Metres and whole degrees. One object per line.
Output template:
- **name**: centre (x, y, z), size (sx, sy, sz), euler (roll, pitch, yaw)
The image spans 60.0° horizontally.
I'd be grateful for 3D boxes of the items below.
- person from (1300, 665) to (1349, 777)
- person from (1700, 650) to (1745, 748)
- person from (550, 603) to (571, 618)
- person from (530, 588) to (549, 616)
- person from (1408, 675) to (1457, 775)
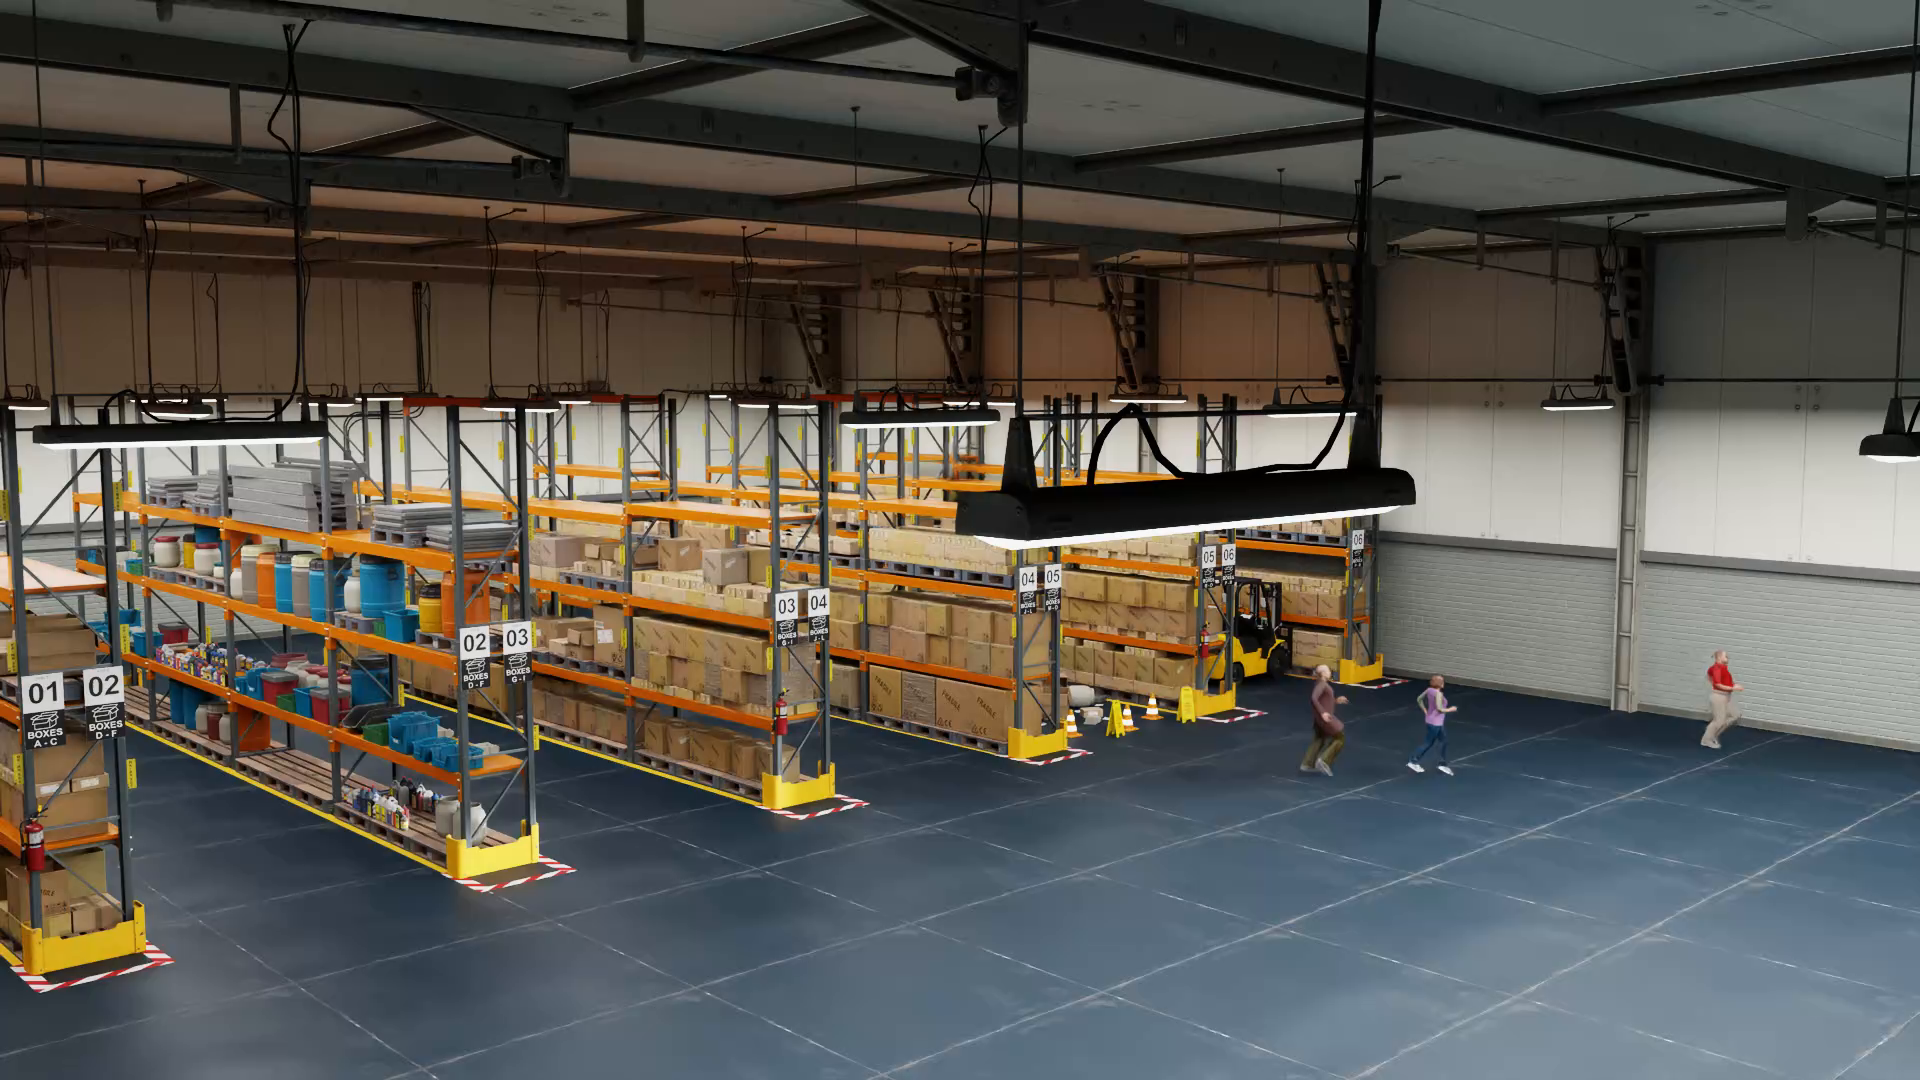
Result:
- **person**: centre (5.840, 2.884, 26.577), size (0.765, 1.794, 0.675), euler (0, 6, -3)
- **person**: centre (13.067, 2.730, 28.465), size (0.648, 1.685, 0.646), euler (3, 6, 31)
- **person**: centre (-9.918, 1.489, 41.330), size (0.807, 1.721, 0.668), euler (-4, 7, -34)
- **person**: centre (-10.377, 1.507, 40.962), size (0.756, 1.787, 0.716), euler (0, 6, -2)
- **person**: centre (7.539, 2.960, 26.533), size (0.753, 1.630, 0.528), euler (0, 6, 5)
